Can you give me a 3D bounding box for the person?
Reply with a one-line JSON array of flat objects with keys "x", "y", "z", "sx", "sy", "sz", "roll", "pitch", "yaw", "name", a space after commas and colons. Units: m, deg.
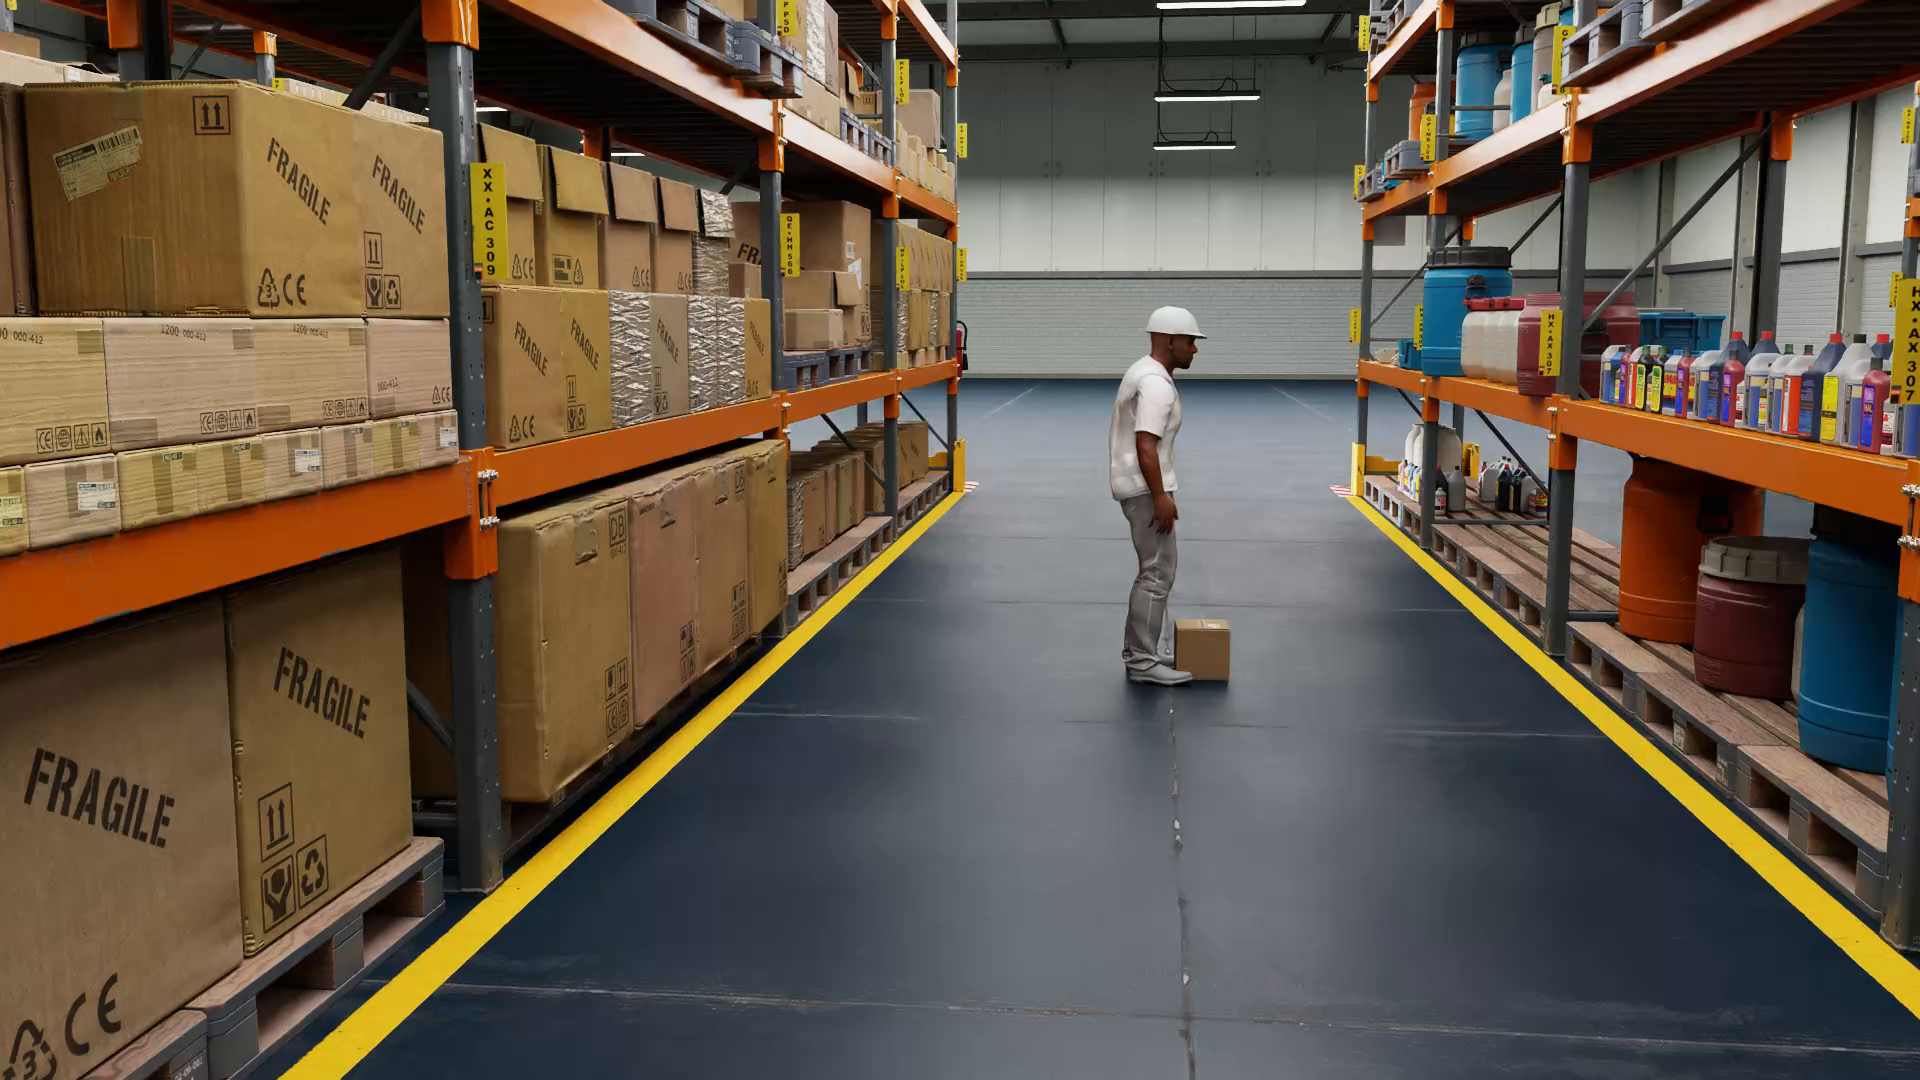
[{"x": 0.935, "y": -0.223, "z": 7.902, "sx": 0.457, "sy": 1.761, "sz": 0.626, "roll": 1, "pitch": 8, "yaw": 6, "name": "person"}]
